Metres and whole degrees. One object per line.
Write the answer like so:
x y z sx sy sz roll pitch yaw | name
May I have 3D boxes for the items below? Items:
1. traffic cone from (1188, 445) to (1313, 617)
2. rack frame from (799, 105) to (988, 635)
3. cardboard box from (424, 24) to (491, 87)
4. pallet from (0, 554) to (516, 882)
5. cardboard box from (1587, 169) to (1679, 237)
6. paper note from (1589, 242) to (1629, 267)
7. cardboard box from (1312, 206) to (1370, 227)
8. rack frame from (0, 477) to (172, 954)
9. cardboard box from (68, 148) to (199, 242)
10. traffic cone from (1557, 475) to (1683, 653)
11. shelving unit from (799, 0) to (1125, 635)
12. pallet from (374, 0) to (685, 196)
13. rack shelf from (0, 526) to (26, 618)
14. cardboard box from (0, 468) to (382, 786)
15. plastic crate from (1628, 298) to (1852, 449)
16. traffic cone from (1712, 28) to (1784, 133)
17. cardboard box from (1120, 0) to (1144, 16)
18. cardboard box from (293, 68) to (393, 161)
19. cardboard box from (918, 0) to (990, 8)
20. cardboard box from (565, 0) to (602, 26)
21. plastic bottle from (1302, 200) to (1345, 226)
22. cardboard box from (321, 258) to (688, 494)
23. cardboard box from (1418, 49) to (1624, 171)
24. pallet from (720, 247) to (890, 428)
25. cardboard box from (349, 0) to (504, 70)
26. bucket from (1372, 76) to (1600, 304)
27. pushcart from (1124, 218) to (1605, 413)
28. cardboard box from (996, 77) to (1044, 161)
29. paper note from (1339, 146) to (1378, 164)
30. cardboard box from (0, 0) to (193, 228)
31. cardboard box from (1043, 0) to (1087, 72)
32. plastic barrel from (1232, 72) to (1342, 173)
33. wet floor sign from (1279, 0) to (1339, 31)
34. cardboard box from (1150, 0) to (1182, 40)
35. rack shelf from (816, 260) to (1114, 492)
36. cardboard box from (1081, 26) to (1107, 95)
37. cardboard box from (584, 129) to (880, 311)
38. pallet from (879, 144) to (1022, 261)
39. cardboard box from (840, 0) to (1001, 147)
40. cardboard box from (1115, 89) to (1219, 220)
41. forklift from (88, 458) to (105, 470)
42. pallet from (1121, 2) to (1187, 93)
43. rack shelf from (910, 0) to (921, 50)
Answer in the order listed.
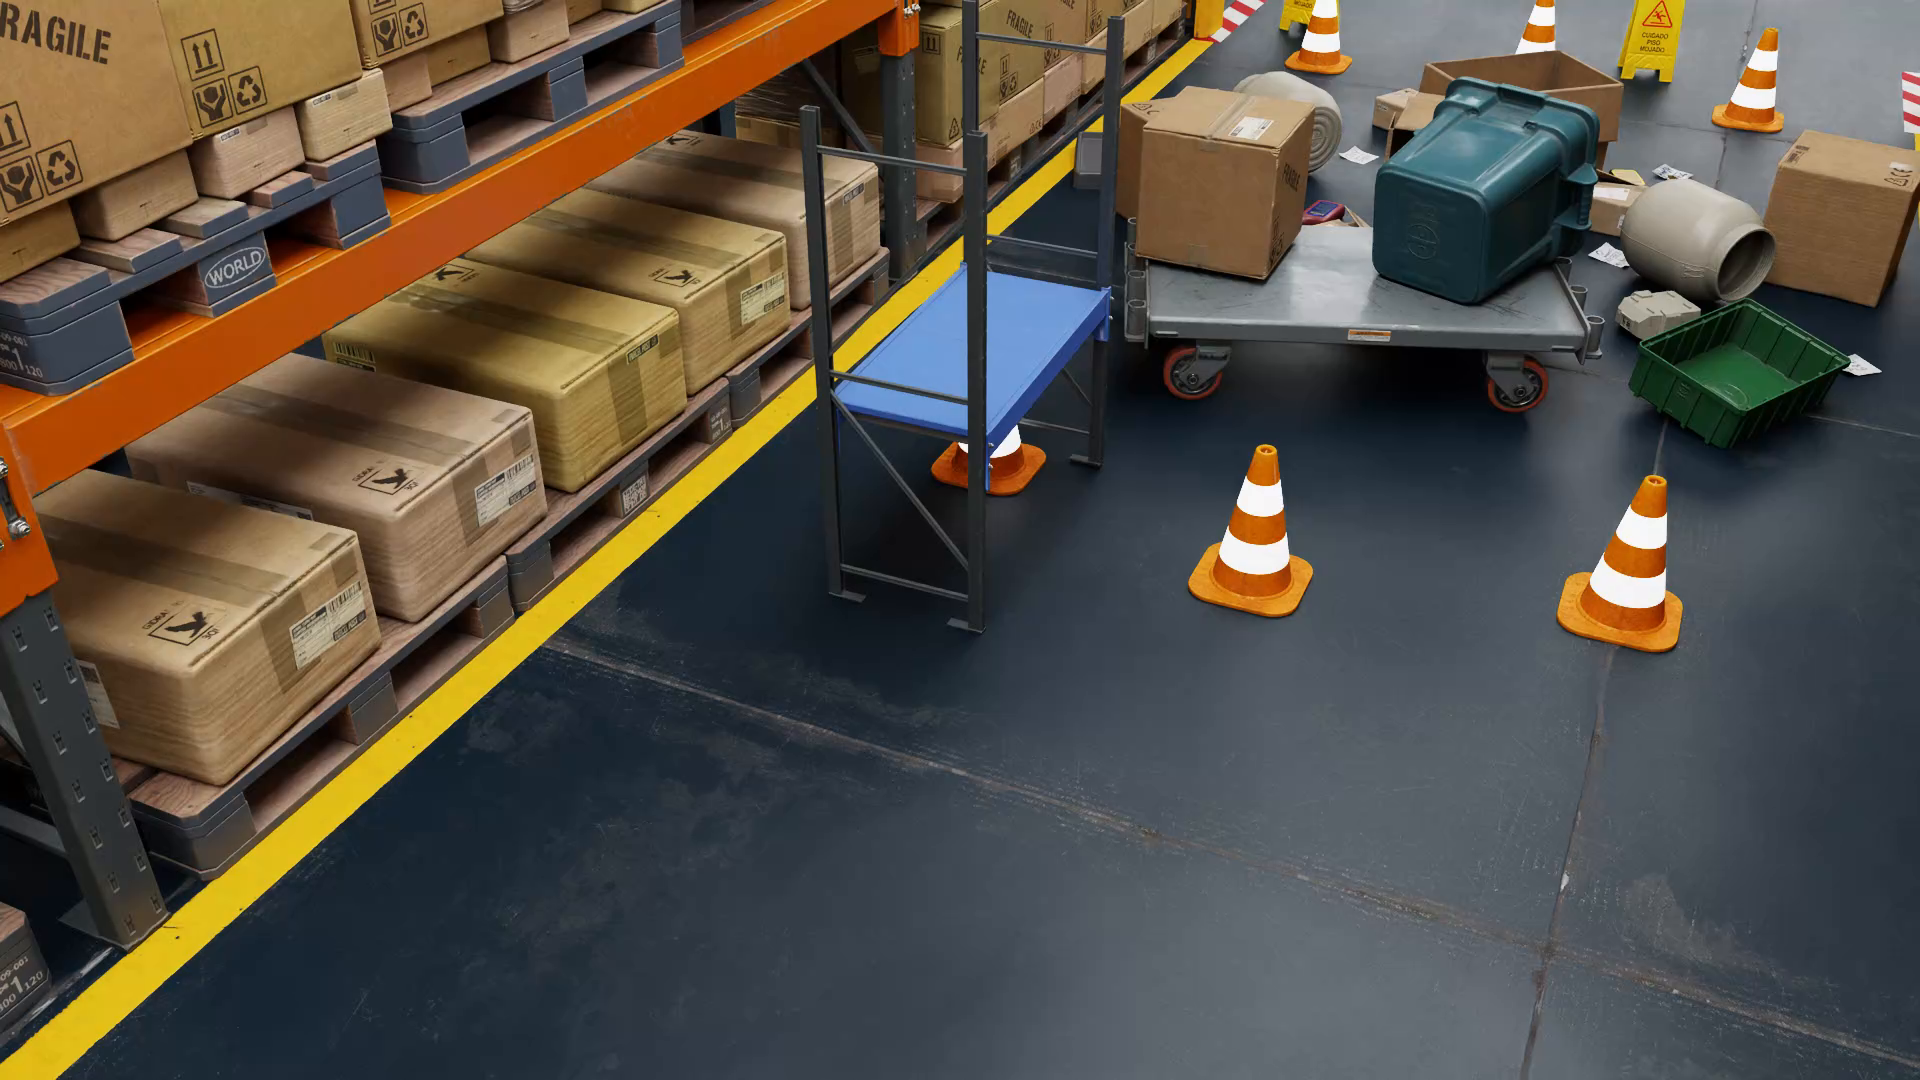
0.885 -0.071 4.937 0.336 0.463 0.334 14 36 20 | traffic cone
-0.164 -0.409 4.506 0.500 1.500 0.032 14 36 20 | rack frame
-1.472 -1.321 4.375 0.380 0.149 0.250 16 36 22 | cardboard box
-2.000 0.325 4.562 1.003 0.211 1.213 14 36 20 | pallet
2.930 -1.495 7.287 0.396 0.266 0.258 21 39 28 | cardboard box
2.790 -1.211 7.076 0.172 0.023 0.155 29 43 36 | paper note
1.635 -1.215 6.860 0.258 0.266 0.396 -9 34 -13 | cardboard box
-2.328 -0.453 3.205 1.000 3.000 0.127 14 36 20 | rack frame
-1.875 -0.775 3.543 0.380 0.149 0.250 12 35 18 | cardboard box
1.951 0.023 4.793 0.336 0.463 0.334 14 36 20 | traffic cone
0.041 -0.671 4.892 0.538 1.500 1.048 14 36 20 | shelving unit
-1.537 -1.368 4.775 1.003 0.211 1.213 14 36 20 | pallet
-3.165 0.844 1.883 1.077 0.370 4.000 14 36 20 | rack shelf
-2.083 0.192 4.236 0.950 0.372 0.625 12 35 17 | cardboard box
2.766 -0.595 5.933 0.662 0.188 0.450 -21 49 -29 | plastic crate
4.045 -2.352 8.415 0.336 0.463 0.334 14 36 20 | traffic cone
0.705 -3.057 8.617 0.500 0.500 0.500 16 36 22 | cardboard box
-1.584 -1.033 3.937 0.380 0.149 0.250 14 36 21 | cardboard box
-0.056 -2.336 6.926 0.380 0.149 0.250 15 36 21 | cardboard box
-1.263 -1.583 4.775 0.380 0.149 0.250 13 35 19 | cardboard box
1.589 -1.428 7.373 0.133 0.061 0.283 21 39 28 | plastic bottle
-1.459 -0.554 5.373 0.950 0.372 0.625 15 36 22 | cardboard box
2.583 -1.937 7.746 0.797 0.503 0.637 -9 34 -13 | cardboard box
-0.979 -0.890 6.416 1.003 0.211 1.213 14 36 20 | pallet
-1.502 -1.493 4.045 0.500 0.500 0.500 15 36 21 | cardboard box
1.846 -1.223 5.978 0.726 0.611 0.620 29 53 36 | bucket
1.437 -0.850 6.202 1.648 0.377 0.936 3 33 4 | pushcart
0.050 -1.971 7.645 0.500 0.250 0.500 16 37 23 | cardboard box
1.940 -1.874 8.091 0.148 0.019 0.142 29 43 36 | paper note
-1.930 -0.965 3.241 0.500 0.500 0.500 13 35 19 | cardboard box
0.269 -2.543 7.834 0.500 0.500 0.500 16 37 23 | cardboard box
1.530 -1.983 7.889 0.421 0.421 0.512 -15 36 -21 | plastic barrel
2.070 -3.301 9.696 0.267 0.644 0.232 29 43 36 | wet floor sign
0.915 -2.986 9.193 0.500 0.250 0.500 14 36 20 | cardboard box
0.042 -0.521 4.992 0.538 0.185 1.000 14 36 20 | rack shelf
0.487 -2.480 8.422 0.500 0.250 0.500 13 35 19 | cardboard box
-0.872 -1.260 6.449 0.950 0.372 0.625 15 36 21 | cardboard box
-0.406 -1.621 7.530 1.003 0.211 1.213 14 36 20 | pallet
-0.163 -2.016 7.030 0.500 0.500 0.500 16 36 23 | cardboard box
1.029 -1.622 7.265 0.500 0.500 0.500 -15 36 -21 | cardboard box
-3.523 -1.437 4.768 1.130 2.935 3.031 13 36 20 | forklift
0.615 -2.836 9.383 1.003 0.211 1.213 14 36 20 | pallet
0.182 -3.140 7.959 1.077 0.370 4.000 14 36 20 | rack shelf
